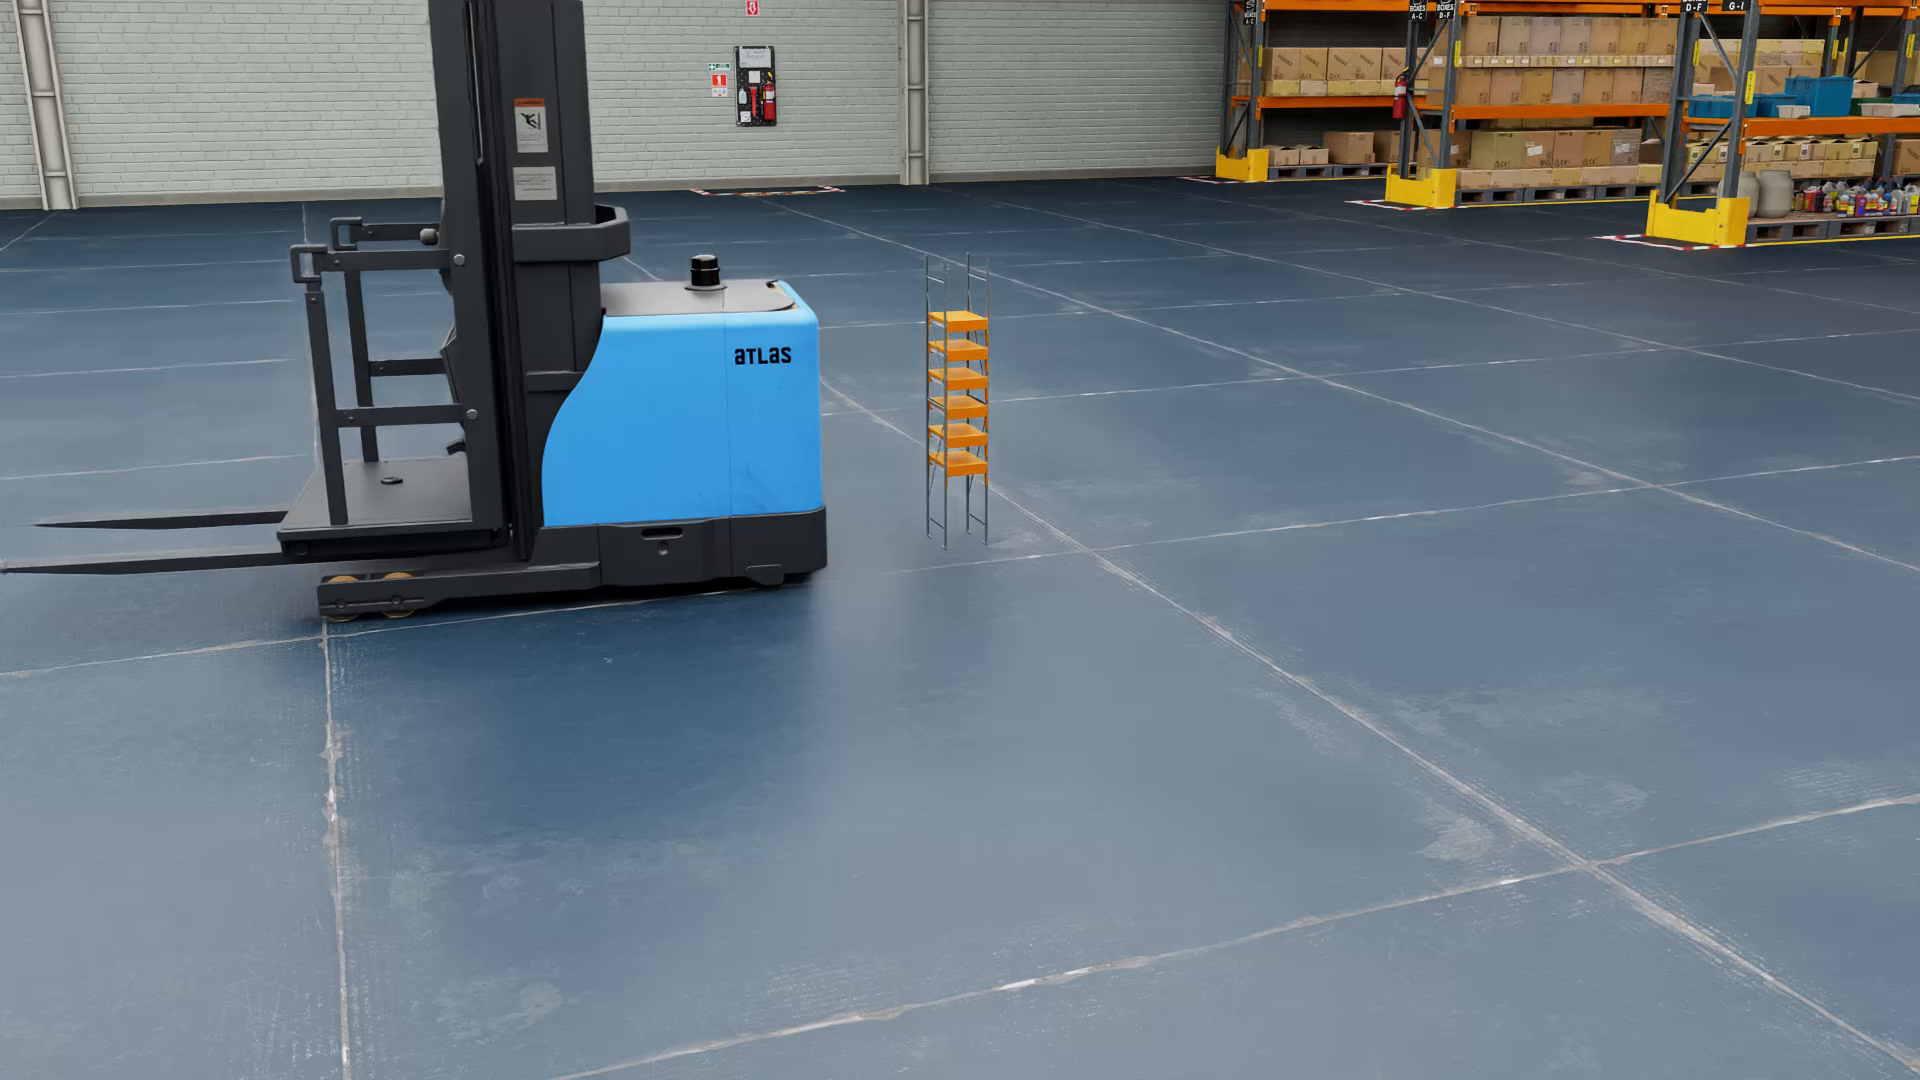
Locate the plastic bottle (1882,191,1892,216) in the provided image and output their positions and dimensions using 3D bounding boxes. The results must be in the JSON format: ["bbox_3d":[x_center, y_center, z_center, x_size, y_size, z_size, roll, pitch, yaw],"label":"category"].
[{"bbox_3d":[10.489,-3.817,18.833,0.097,0.271,0.097,0,16,0],"label":"plastic bottle"}]

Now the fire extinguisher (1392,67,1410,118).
[{"bbox_3d":[6.036,-6.126,22.772,0.183,0.674,0.296,-6,17,-20],"label":"fire extinguisher"}]

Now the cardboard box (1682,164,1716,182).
[{"bbox_3d":[10.513,-5.313,24.003,0.500,0.250,0.500,-7,18,-21],"label":"cardboard box"}]

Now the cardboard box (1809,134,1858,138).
[{"bbox_3d":[16.477,-7.616,31.400,0.500,0.500,0.700,-6,17,-19],"label":"cardboard box"}]

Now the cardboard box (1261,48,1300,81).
[{"bbox_3d":[5.090,-7.622,26.630,0.500,0.500,0.500,-6,17,-20],"label":"cardboard box"}]

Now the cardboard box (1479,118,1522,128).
[{"bbox_3d":[9.363,-7.254,28.802,0.500,0.250,0.500,-7,18,-21],"label":"cardboard box"}]

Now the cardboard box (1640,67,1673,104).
[{"bbox_3d":[9.636,-6.457,23.586,0.500,0.500,0.700,-7,18,-22],"label":"cardboard box"}]

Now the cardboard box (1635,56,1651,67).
[{"bbox_3d":[9.396,-6.680,23.192,0.250,0.149,0.380,-7,18,-22],"label":"cardboard box"}]

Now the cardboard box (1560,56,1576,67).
[{"bbox_3d":[8.192,-6.549,22.749,0.250,0.149,0.380,-6,17,-20],"label":"cardboard box"}]

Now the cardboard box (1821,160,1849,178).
[{"bbox_3d":[12.899,-5.571,24.881,0.500,0.250,0.500,-6,18,-21],"label":"cardboard box"}]

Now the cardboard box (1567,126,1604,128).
[{"bbox_3d":[9.039,-5.681,23.924,0.500,0.500,0.500,-6,17,-20],"label":"cardboard box"}]

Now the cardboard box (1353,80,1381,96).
[{"bbox_3d":[6.537,-7.415,27.256,0.500,0.250,0.500,-6,17,-20],"label":"cardboard box"}]

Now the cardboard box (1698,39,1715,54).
[{"bbox_3d":[13.025,-8.754,29.514,0.500,0.250,0.500,-6,18,-21],"label":"cardboard box"}]

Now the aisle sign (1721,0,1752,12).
[{"bbox_3d":[8.120,-5.912,17.293,0.004,0.787,0.394,-6,17,-20],"label":"aisle sign"}]

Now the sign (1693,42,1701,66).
[{"bbox_3d":[10.248,-6.763,23.129,0.005,0.325,0.100,-6,17,-20],"label":"sign"}]

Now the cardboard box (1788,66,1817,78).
[{"bbox_3d":[12.222,-6.734,24.527,0.500,0.500,0.500,-7,18,-23],"label":"cardboard box"}]

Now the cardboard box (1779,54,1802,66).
[{"bbox_3d":[14.929,-8.599,30.315,0.500,0.500,0.500,-6,17,-20],"label":"cardboard box"}]

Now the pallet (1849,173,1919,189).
[{"bbox_3d":[14.494,-5.586,25.747,1.213,0.211,1.003,-6,17,-20],"label":"pallet"}]

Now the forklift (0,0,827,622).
[{"bbox_3d":[-2.092,-1.270,6.220,3.031,2.935,1.130,-4,17,-12],"label":"forklift"}]

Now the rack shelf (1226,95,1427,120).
[{"bbox_3d":[6.405,-7.212,27.610,4.000,0.370,1.077,-6,17,-20],"label":"rack shelf"}]

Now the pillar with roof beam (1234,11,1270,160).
[{"bbox_3d":[6.422,-9.399,23.135,0.400,9.000,9.100,-6,17,-20],"label":"pillar with roof beam"}]

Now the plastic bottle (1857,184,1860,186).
[{"bbox_3d":[10.570,-4.063,19.651,0.133,0.283,0.061,-5,17,-18],"label":"plastic bottle"}]

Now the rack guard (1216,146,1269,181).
[{"bbox_3d":[4.608,-6.164,27.201,0.348,0.500,1.175,-6,17,-20],"label":"rack guard"}]

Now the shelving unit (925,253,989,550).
[{"bbox_3d":[-0.014,-0.574,6.924,0.189,1.200,0.258,-6,17,-20],"label":"shelving unit"}]

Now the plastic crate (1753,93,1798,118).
[{"bbox_3d":[9.051,-4.871,18.625,0.408,0.251,0.499,-6,17,-20],"label":"plastic crate"}]

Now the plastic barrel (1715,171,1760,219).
[{"bbox_3d":[8.669,-3.843,18.532,0.421,0.512,0.421,0,16,0],"label":"plastic barrel"}]

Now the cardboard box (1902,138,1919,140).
[{"bbox_3d":[14.797,-5.896,25.507,0.500,0.500,0.500,-7,18,-22],"label":"cardboard box"}]

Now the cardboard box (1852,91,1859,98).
[{"bbox_3d":[13.042,-6.575,24.611,0.250,0.149,0.380,-6,17,-20],"label":"cardboard box"}]

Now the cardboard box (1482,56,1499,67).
[{"bbox_3d":[7.002,-6.422,22.315,0.250,0.149,0.380,-7,18,-22],"label":"cardboard box"}]

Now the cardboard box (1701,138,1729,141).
[{"bbox_3d":[11.274,-5.827,24.757,0.500,0.311,0.500,-6,17,-20],"label":"cardboard box"}]

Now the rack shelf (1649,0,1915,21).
[{"bbox_3d":[11.916,-7.751,24.124,4.000,0.370,1.077,-6,17,-20],"label":"rack shelf"}]

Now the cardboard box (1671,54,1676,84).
[{"bbox_3d":[12.552,-8.344,29.448,0.500,0.500,0.500,-6,17,-18],"label":"cardboard box"}]

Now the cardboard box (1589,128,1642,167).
[{"bbox_3d":[9.222,-5.546,23.465,0.500,0.500,0.500,-6,17,-20],"label":"cardboard box"}]

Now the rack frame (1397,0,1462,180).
[{"bbox_3d":[6.313,-6.052,22.385,0.127,3.000,1.000,-6,17,-20],"label":"rack frame"}]

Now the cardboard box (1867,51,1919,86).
[{"bbox_3d":[14.331,-7.202,25.376,0.500,0.500,0.700,-13,21,-38],"label":"cardboard box"}]

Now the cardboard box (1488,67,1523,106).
[{"bbox_3d":[7.242,-6.198,22.705,0.500,0.500,0.700,-6,17,-19],"label":"cardboard box"}]

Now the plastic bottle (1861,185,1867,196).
[{"bbox_3d":[10.615,-4.038,19.588,0.097,0.271,0.097,0,16,0],"label":"plastic bottle"}]

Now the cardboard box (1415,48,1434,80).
[{"bbox_3d":[7.477,-7.875,27.492,0.500,0.500,0.500,-6,17,-20],"label":"cardboard box"}]

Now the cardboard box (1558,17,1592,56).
[{"bbox_3d":[8.230,-6.928,22.887,0.500,0.500,0.700,-6,17,-20],"label":"cardboard box"}]

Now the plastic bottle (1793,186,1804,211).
[{"bbox_3d":[9.743,-3.974,19.346,0.133,0.283,0.061,-6,17,-19],"label":"plastic bottle"}]

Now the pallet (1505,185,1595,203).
[{"bbox_3d":[8.150,-4.925,23.493,1.213,0.211,1.003,-6,17,-20],"label":"pallet"}]

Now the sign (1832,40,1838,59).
[{"bbox_3d":[15.946,-8.941,30.307,0.005,0.325,0.100,-6,17,-20],"label":"sign"}]

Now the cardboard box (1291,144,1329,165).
[{"bbox_3d":[5.748,-6.380,27.492,0.500,0.311,0.500,-5,17,-15],"label":"cardboard box"}]

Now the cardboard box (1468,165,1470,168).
[{"bbox_3d":[7.171,-5.120,23.345,0.500,0.250,0.500,-6,17,-20],"label":"cardboard box"}]

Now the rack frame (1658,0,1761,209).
[{"bbox_3d":[8.082,-4.749,17.946,0.127,3.000,1.000,-6,17,-20],"label":"rack frame"}]

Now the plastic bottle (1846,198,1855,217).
[{"bbox_3d":[9.983,-3.729,18.657,0.097,0.201,0.097,0,16,0],"label":"plastic bottle"}]

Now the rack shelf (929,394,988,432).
[{"bbox_3d":[-0.014,-0.532,6.937,0.180,0.103,0.258,-6,17,-20],"label":"rack shelf"}]

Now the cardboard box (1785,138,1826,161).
[{"bbox_3d":[12.427,-5.788,24.626,0.500,0.311,0.500,-6,17,-20],"label":"cardboard box"}]

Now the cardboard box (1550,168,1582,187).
[{"bbox_3d":[8.295,-5.081,23.212,0.500,0.250,0.500,-6,17,-20],"label":"cardboard box"}]

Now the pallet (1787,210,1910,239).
[{"bbox_3d":[10.034,-3.633,19.096,1.213,0.211,1.003,-6,17,-20],"label":"pallet"}]

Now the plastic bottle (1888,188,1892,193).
[{"bbox_3d":[10.646,-3.880,19.027,0.133,0.283,0.061,-6,17,-20],"label":"plastic bottle"}]
